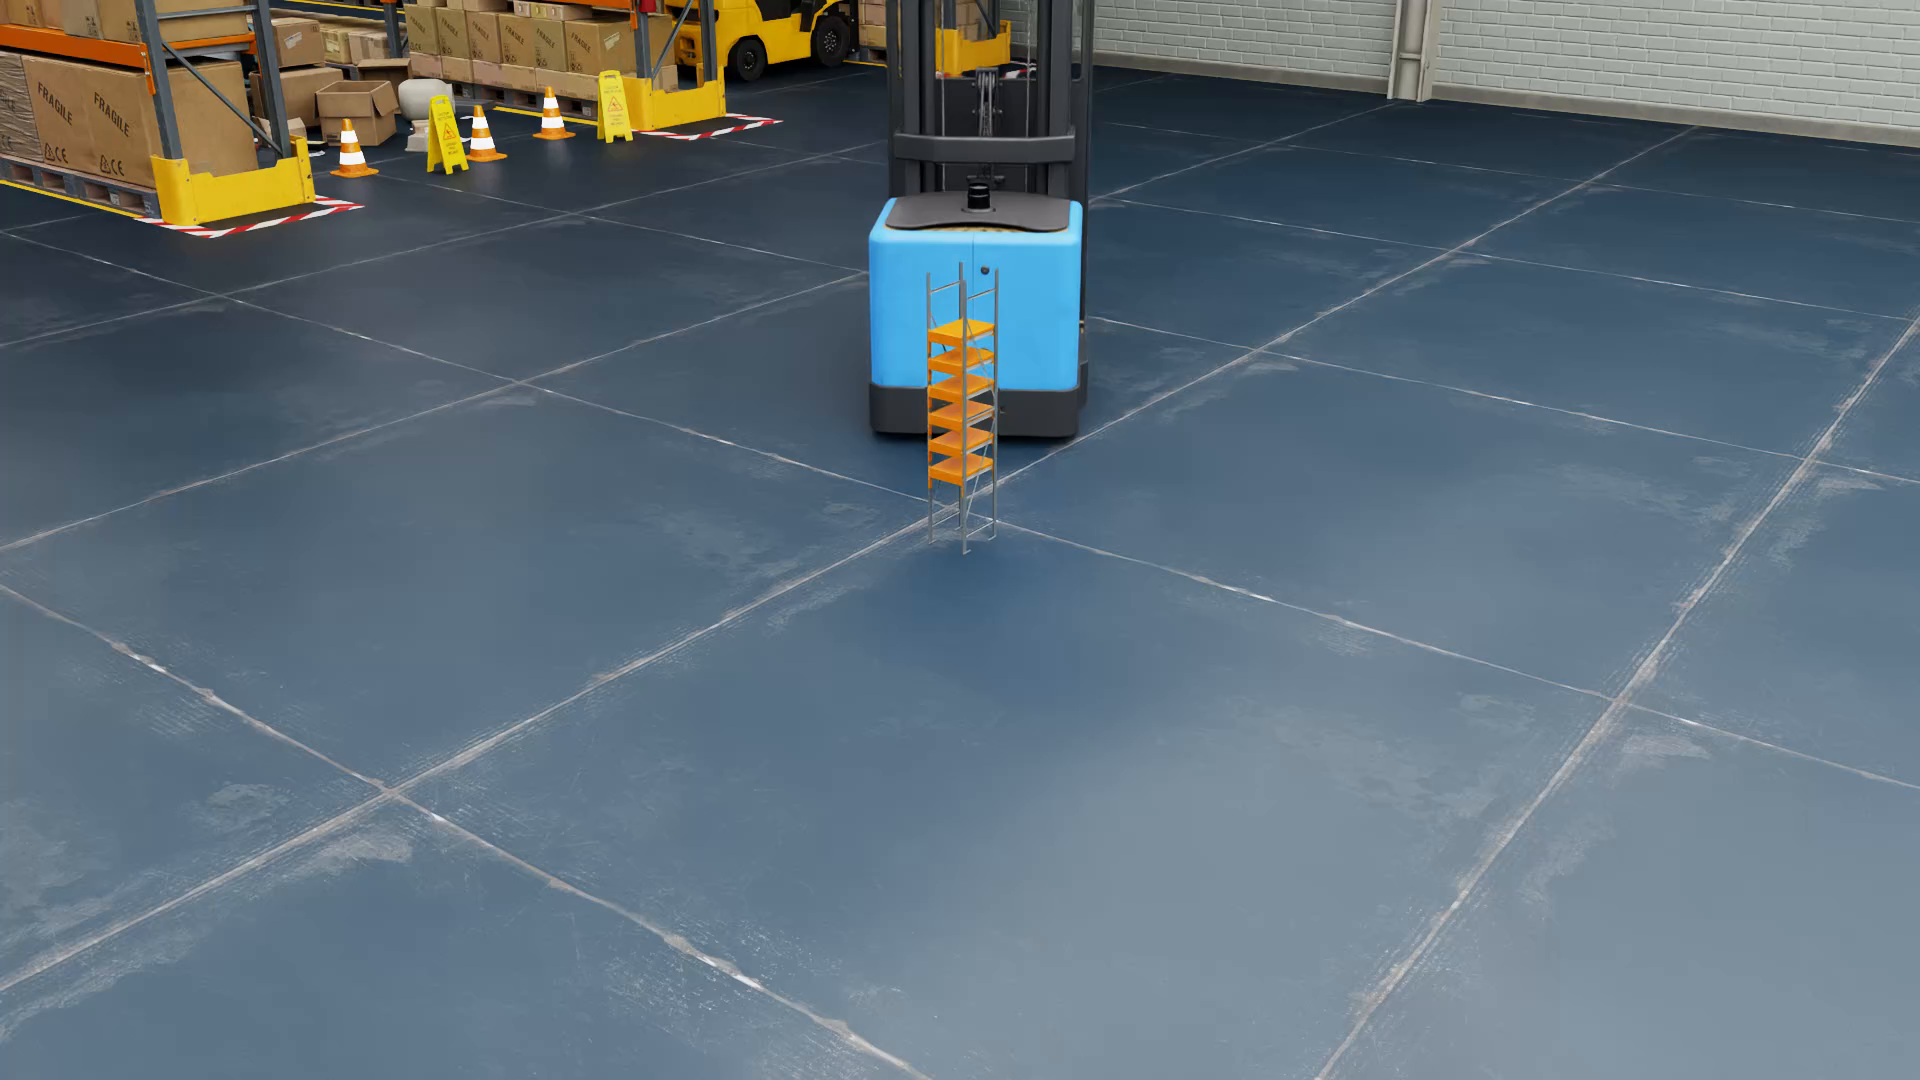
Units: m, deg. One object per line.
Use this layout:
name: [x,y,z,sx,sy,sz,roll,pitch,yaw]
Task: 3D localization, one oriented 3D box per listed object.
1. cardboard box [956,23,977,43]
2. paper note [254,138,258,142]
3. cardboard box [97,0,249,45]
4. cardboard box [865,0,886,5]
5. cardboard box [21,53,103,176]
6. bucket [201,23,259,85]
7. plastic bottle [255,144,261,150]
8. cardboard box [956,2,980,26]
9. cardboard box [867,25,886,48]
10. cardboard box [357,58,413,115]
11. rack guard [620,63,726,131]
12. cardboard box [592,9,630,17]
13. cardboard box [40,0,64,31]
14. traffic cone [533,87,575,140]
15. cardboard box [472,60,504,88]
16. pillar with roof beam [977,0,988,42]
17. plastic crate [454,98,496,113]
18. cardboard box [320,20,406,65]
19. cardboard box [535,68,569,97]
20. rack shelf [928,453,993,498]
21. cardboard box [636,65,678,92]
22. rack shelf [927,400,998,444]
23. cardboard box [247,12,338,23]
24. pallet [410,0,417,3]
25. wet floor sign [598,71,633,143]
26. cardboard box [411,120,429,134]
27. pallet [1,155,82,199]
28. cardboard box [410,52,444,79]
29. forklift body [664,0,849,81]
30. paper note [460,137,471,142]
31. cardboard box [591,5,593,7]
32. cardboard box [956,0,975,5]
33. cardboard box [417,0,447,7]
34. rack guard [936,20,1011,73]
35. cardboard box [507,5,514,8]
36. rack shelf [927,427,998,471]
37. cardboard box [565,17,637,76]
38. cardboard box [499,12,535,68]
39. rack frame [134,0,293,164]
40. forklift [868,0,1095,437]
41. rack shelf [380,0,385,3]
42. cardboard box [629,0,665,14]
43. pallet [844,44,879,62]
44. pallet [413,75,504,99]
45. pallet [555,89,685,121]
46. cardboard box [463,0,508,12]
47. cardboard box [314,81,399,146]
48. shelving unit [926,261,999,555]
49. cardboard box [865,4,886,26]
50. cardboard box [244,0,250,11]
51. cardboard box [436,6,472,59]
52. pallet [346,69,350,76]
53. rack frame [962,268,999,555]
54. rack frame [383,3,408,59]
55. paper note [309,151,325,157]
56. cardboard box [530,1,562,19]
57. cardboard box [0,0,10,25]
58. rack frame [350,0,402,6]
cardboard box: [-0.127,-6.330,20.785,0.500,0.250,0.500,17,29,34]
paper note: [-6.730,-3.857,15.976,0.172,0.023,0.155,-15,28,-30]
cardboard box: [-6.038,-4.134,12.726,0.550,0.550,0.875,17,29,33]
cardboard box: [-0.819,-6.738,20.471,0.500,0.250,0.500,17,29,34]
cardboard box: [-7.001,-3.565,13.735,0.875,0.875,0.875,16,29,32]
bucket: [-7.423,-4.866,16.748,0.726,0.611,0.620,-15,18,-30]
plastic bottle: [-6.620,-3.636,15.427,0.133,0.061,0.283,7,25,15]
cardboard box: [-0.103,-6.557,20.682,0.500,0.250,0.500,17,29,34]
cardboard box: [-0.809,-6.283,20.679,0.500,0.250,0.500,17,29,33]
cardboard box: [-5.985,-4.738,17.380,0.500,0.500,0.500,-5,24,-12]
rack guard: [-2.887,-4.486,16.811,0.348,0.500,1.175,17,29,33]
cardboard box: [-3.746,-5.303,17.526,0.500,0.500,0.500,16,28,31]
cardboard box: [-6.864,-4.436,13.411,0.550,0.550,0.875,17,29,33]
traffic cone: [-3.943,-4.138,16.069,0.334,0.463,0.336,17,29,33]
cardboard box: [-4.856,-5.030,17.835,0.500,0.250,0.500,16,29,33]
pillar with roof beam: [-2.450,-9.029,16.583,0.400,9.000,9.100,17,29,33]
plastic crate: [-5.262,-4.599,17.588,0.583,0.080,0.402,7,25,15]
cardboard box: [-7.025,-5.867,19.584,0.625,0.372,0.950,19,30,36]
cardboard box: [-4.044,-4.782,17.272,0.500,0.250,0.500,17,29,33]
rack shelf: [0.012,-0.285,7.115,0.180,0.103,0.258,17,29,33]
cardboard box: [-3.305,-4.830,17.381,0.500,0.250,0.500,17,29,33]
rack shelf: [0.012,-0.505,7.018,0.180,0.103,0.258,17,29,33]
cardboard box: [-8.186,-6.220,20.385,0.625,0.372,0.950,16,28,32]
pallet: [-7.800,-8.360,25.963,1.213,0.211,1.003,17,29,33]
wet floor sign: [-3.315,-4.143,15.853,0.267,0.644,0.232,-15,28,-30]
cardboard box: [-5.085,-3.972,16.080,0.380,0.149,0.250,-10,26,-21]
pallet: [-7.372,-3.177,14.199,1.213,0.211,1.003,17,29,33]
cardboard box: [-5.716,-5.283,18.409,0.500,0.250,0.500,15,28,31]
forklift body: [-2.463,-6.695,19.779,1.214,2.155,2.313,17,29,33]
paper note: [-4.776,-3.839,15.926,0.142,0.019,0.148,7,25,15]
cardboard box: [-5.235,-7.943,23.982,0.625,0.625,0.875,18,29,35]
cardboard box: [-0.123,-6.783,20.573,0.500,0.250,0.500,16,29,33]
cardboard box: [-5.652,-5.873,18.015,0.250,0.149,0.380,17,29,34]
rack guard: [0.167,-6.064,20.393,0.348,0.500,1.175,17,29,33]
cardboard box: [-4.575,-5.554,18.094,0.500,0.500,0.500,19,30,36]
rack shelf: [0.012,-0.395,7.066,0.180,0.103,0.258,17,29,33]
cardboard box: [-3.623,-4.998,16.833,0.500,0.500,0.500,17,29,34]
cardboard box: [-4.442,-5.248,17.399,0.500,0.500,0.500,16,28,32]
rack frame: [-5.714,-3.990,12.586,0.127,3.000,1.000,17,29,33]
forklift: [0.176,-2.406,9.076,1.130,2.935,3.031,2,24,4]
rack shelf: [-7.627,-6.733,19.704,4.000,0.370,1.077,17,29,33]
cardboard box: [-4.093,-7.599,23.202,0.625,0.625,0.875,16,29,33]
pallet: [-1.461,-6.405,21.524,1.213,0.211,1.003,17,29,33]
pallet: [-5.468,-5.152,18.681,1.213,0.211,1.003,17,29,33]
pallet: [-3.515,-4.562,17.341,1.213,0.211,1.003,17,29,33]
cardboard box: [-5.023,-5.685,17.588,0.250,0.149,0.380,19,30,36]
cardboard box: [-5.750,-4.077,15.879,0.637,0.503,0.797,-1,24,-3]
shelving unit: [0.012,-0.546,7.000,0.189,1.200,0.258,17,29,33]
cardboard box: [-0.824,-6.518,20.593,0.500,0.250,0.500,16,29,33]
cardboard box: [-9.730,-6.960,21.440,0.875,0.875,0.875,17,29,33]
cardboard box: [-5.281,-5.500,17.973,0.500,0.500,0.500,18,30,35]
pallet: [-7.631,-5.785,20.119,1.213,0.211,1.003,17,29,33]
rack frame: [0.085,-0.523,6.950,0.006,1.200,0.240,17,29,33]
rack frame: [-6.026,-6.579,18.461,0.127,3.000,1.000,17,29,33]
paper note: [-5.917,-3.547,15.266,0.144,0.017,0.142,-15,28,-30]
cardboard box: [-4.156,-5.424,16.995,0.250,0.149,0.380,17,29,34]
cardboard box: [-7.797,-4.646,13.889,0.550,0.550,0.875,17,29,33]
rack frame: [-9.454,-10.116,26.489,0.127,3.000,1.000,17,29,33]
